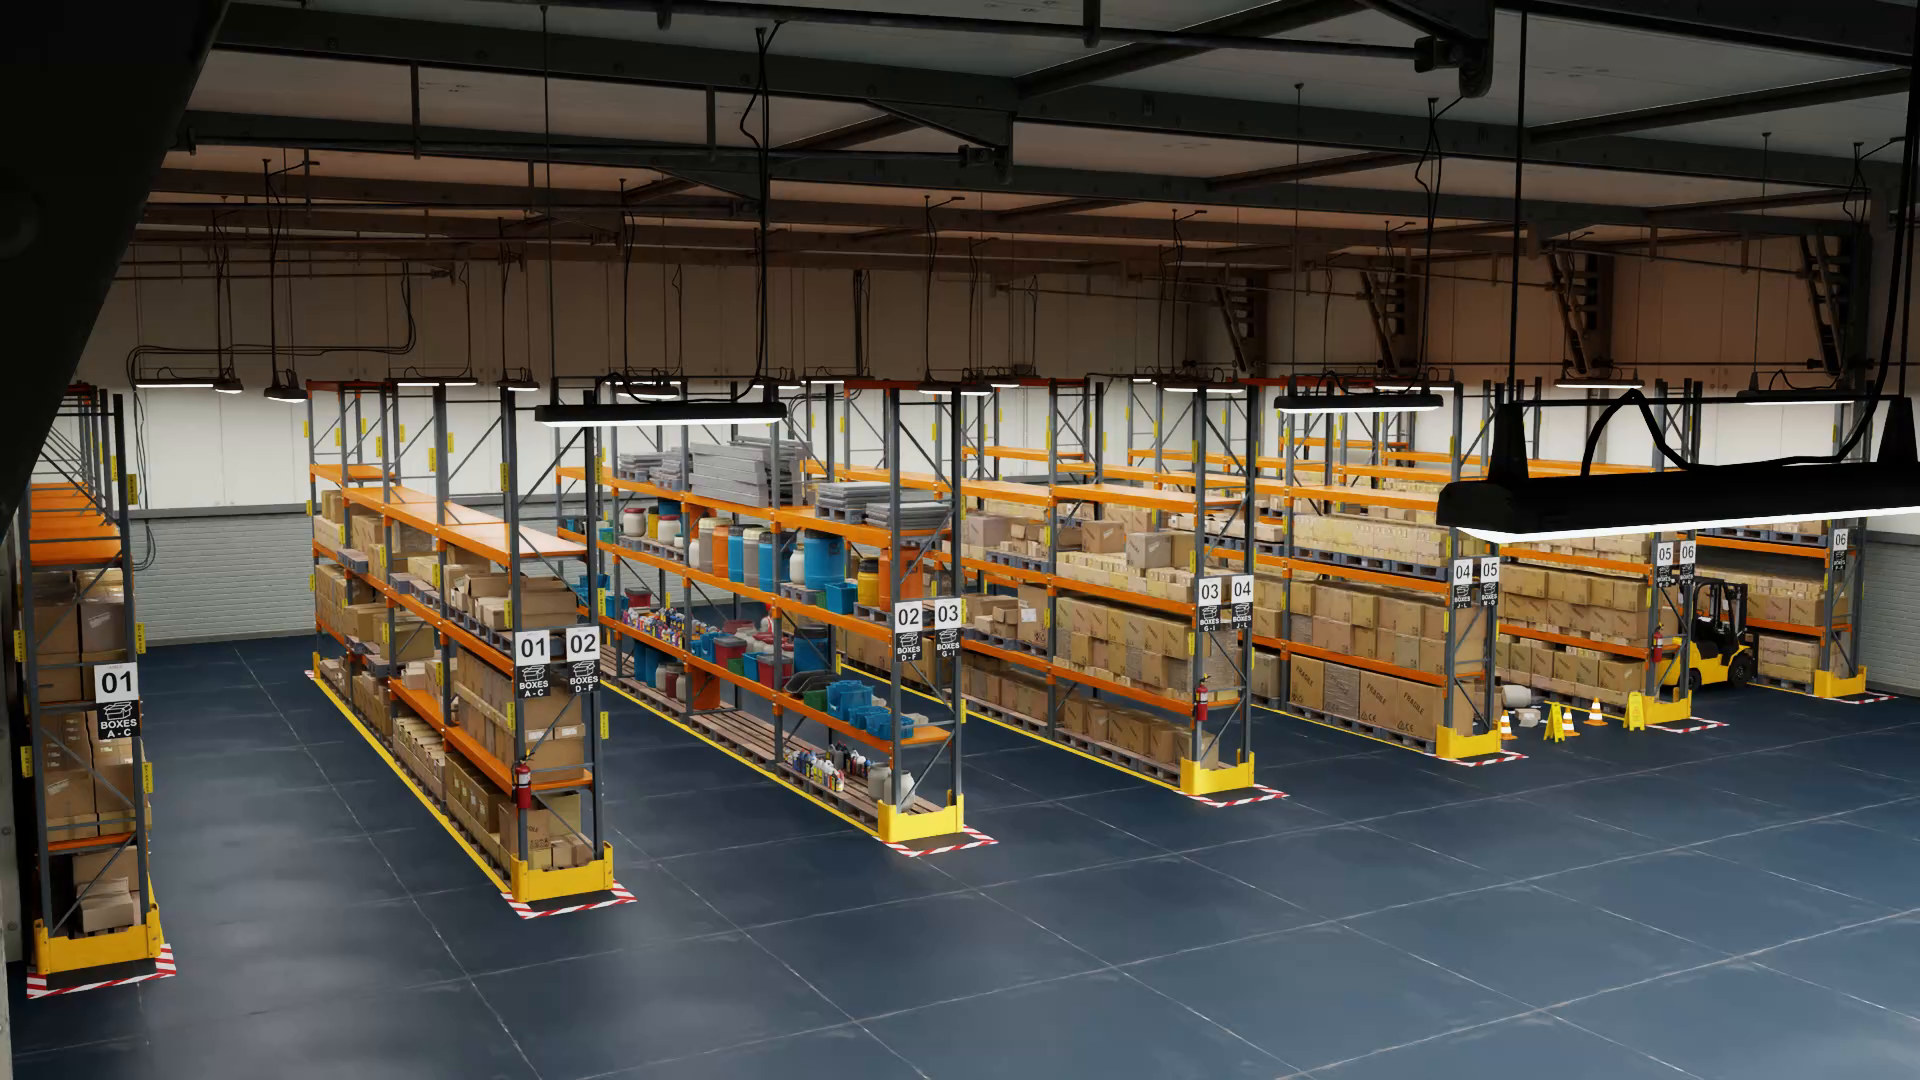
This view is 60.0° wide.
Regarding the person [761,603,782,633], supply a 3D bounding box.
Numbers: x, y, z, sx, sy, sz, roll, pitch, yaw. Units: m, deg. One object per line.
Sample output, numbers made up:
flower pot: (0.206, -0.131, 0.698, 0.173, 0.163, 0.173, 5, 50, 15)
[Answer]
person: (-3.576, 2.039, 31.886, 0.509, 1.697, 1.072, -5, 8, -38)
